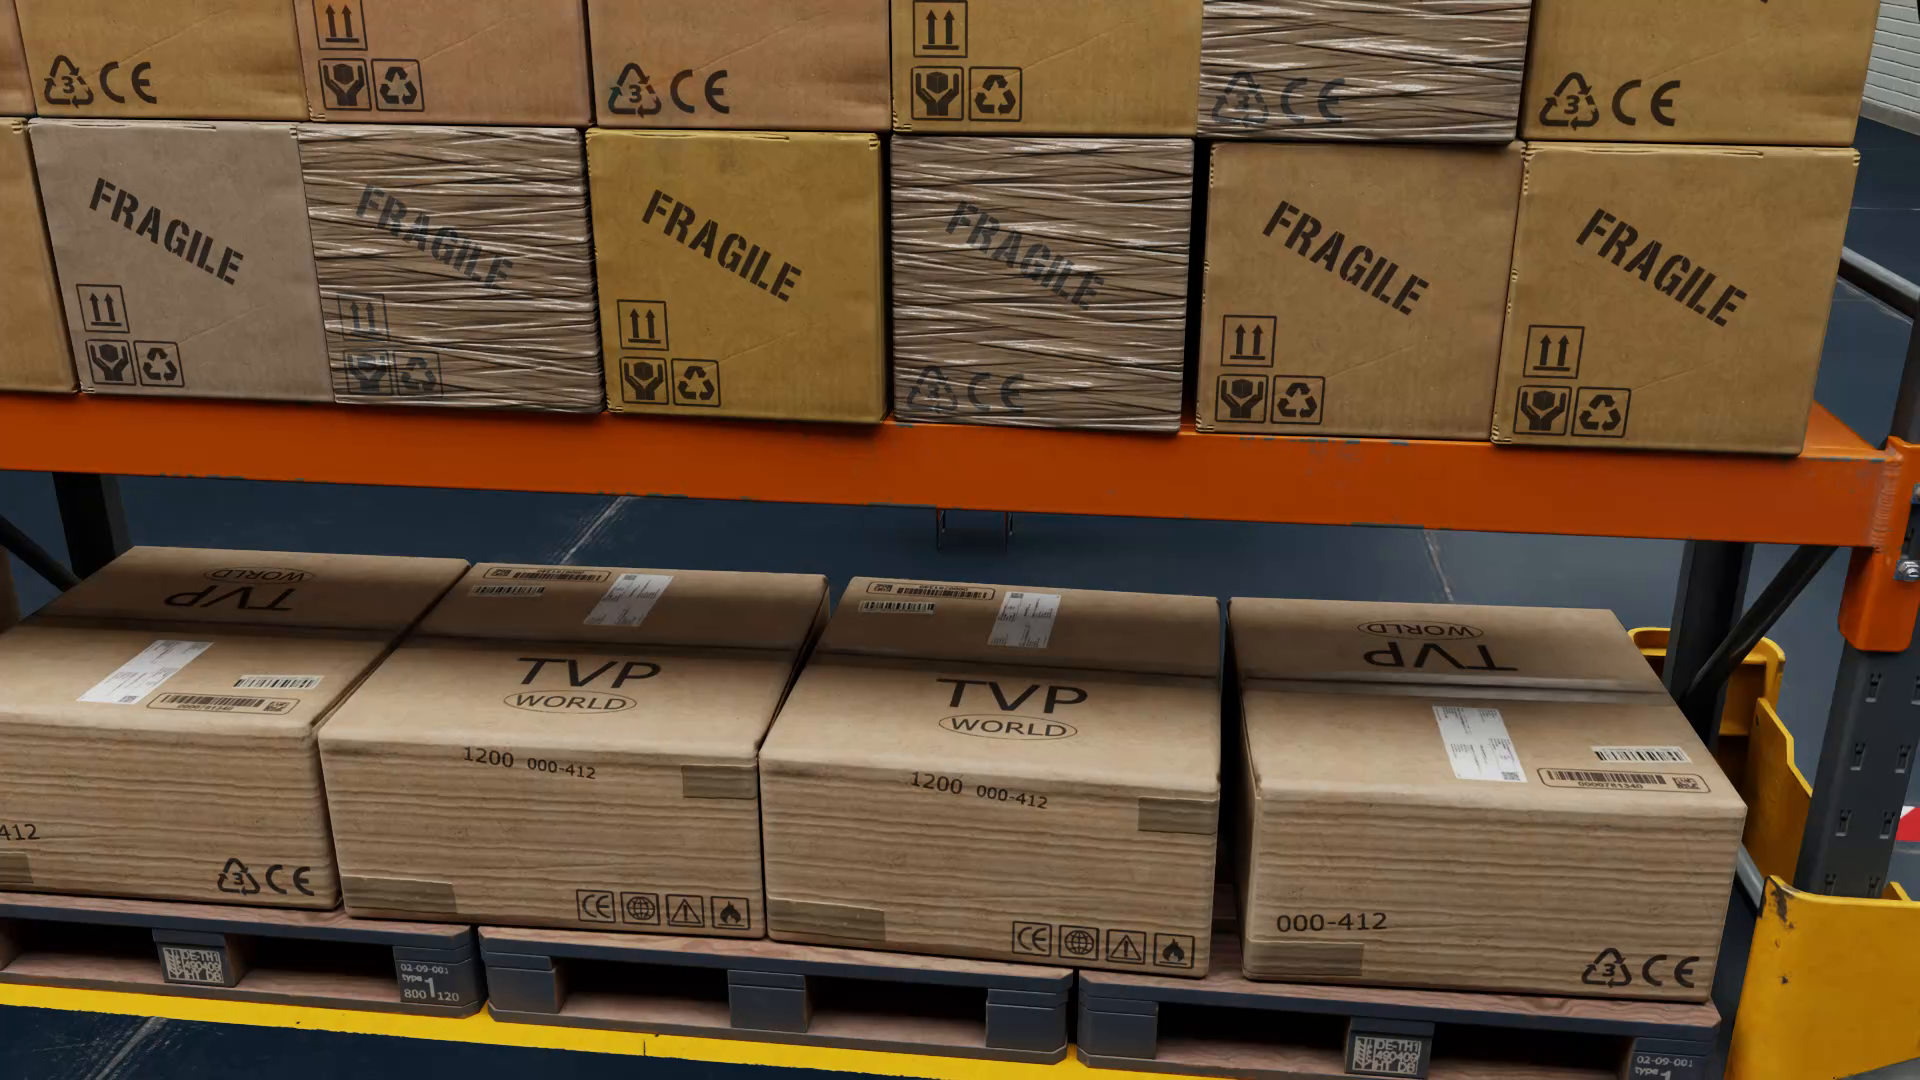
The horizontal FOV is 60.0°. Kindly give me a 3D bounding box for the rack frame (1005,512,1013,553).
[{"bbox_3d":[0.174,-0.481,5.728,0.008,1.050,0.200,2,22,6],"label":"rack frame"}]

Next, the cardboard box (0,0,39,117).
[{"bbox_3d":[-1.842,-1.075,3.084,0.500,0.500,0.500,3,22,7],"label":"cardboard box"}]

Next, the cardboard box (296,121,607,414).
[{"bbox_3d":[-0.859,-0.556,3.131,0.500,0.500,0.500,3,22,7],"label":"cardboard box"}]

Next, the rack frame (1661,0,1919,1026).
[{"bbox_3d":[1.686,-0.500,3.124,0.127,3.000,1.000,2,22,6],"label":"rack frame"}]

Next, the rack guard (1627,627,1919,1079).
[{"bbox_3d":[1.710,0.664,3.581,0.348,0.500,1.175,2,22,6],"label":"rack guard"}]

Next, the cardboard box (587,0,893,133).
[{"bbox_3d":[-0.333,-1.002,2.899,0.500,0.500,0.500,2,22,6],"label":"cardboard box"}]

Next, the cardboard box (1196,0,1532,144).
[{"bbox_3d":[0.657,-0.957,2.785,0.500,0.500,0.500,3,22,6],"label":"cardboard box"}]

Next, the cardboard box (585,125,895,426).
[{"bbox_3d":[-0.347,-0.534,3.075,0.500,0.500,0.500,3,22,8],"label":"cardboard box"}]

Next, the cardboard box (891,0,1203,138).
[{"bbox_3d":[0.166,-0.980,2.842,0.500,0.500,0.500,2,22,6],"label":"cardboard box"}]

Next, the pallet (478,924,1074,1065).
[{"bbox_3d":[-0.326,0.737,3.788,1.213,0.211,1.003,2,22,6],"label":"pallet"}]

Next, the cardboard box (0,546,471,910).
[{"bbox_3d":[-1.676,0.390,3.788,0.875,0.438,0.875,2,22,6],"label":"cardboard box"}]

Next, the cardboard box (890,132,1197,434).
[{"bbox_3d":[0.167,-0.517,3.030,0.500,0.500,0.500,3,22,8],"label":"cardboard box"}]

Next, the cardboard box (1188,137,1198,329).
[{"bbox_3d":[0.737,-0.684,3.453,0.500,0.500,0.500,2,22,6],"label":"cardboard box"}]

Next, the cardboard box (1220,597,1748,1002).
[{"bbox_3d":[1.019,0.504,3.498,0.875,0.438,0.875,2,22,4],"label":"cardboard box"}]

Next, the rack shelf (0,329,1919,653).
[{"bbox_3d":[-0.300,-0.252,3.476,4.000,0.370,1.077,2,22,6],"label":"rack shelf"}]

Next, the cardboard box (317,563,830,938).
[{"bbox_3d":[-0.786,0.428,3.691,0.875,0.438,0.875,2,22,5],"label":"cardboard box"}]

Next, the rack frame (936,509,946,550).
[{"bbox_3d":[-0.068,-0.491,5.754,0.008,1.050,0.200,2,22,6],"label":"rack frame"}]

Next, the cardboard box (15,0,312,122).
[{"bbox_3d":[-1.341,-1.051,3.023,0.500,0.500,0.500,2,22,6],"label":"cardboard box"}]

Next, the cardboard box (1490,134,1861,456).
[{"bbox_3d":[1.176,-0.471,2.914,0.500,0.500,0.500,3,22,7],"label":"cardboard box"}]

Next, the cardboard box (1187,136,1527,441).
[{"bbox_3d":[0.679,-0.498,2.983,0.500,0.500,0.500,2,22,5],"label":"cardboard box"}]

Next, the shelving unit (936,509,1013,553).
[{"bbox_3d":[0.053,-0.486,5.741,0.252,1.050,0.215,2,22,6],"label":"shelving unit"}]

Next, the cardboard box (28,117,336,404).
[{"bbox_3d":[-1.352,-0.580,3.192,0.500,0.500,0.500,3,22,7],"label":"cardboard box"}]

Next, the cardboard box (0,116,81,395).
[{"bbox_3d":[-1.851,-0.604,3.251,0.500,0.500,0.500,3,22,8],"label":"cardboard box"}]

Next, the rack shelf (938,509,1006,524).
[{"bbox_3d":[0.053,-0.218,5.847,0.240,0.259,0.215,2,22,6],"label":"rack shelf"}]

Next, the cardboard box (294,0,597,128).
[{"bbox_3d":[-0.834,-1.025,2.957,0.500,0.500,0.500,3,22,7],"label":"cardboard box"}]

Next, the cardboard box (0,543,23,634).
[{"bbox_3d":[-2.912,0.122,3.870,0.875,0.875,0.875,3,22,8],"label":"cardboard box"}]

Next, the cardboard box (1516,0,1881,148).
[{"bbox_3d":[1.179,-0.945,2.755,0.500,0.500,0.500,3,22,8],"label":"cardboard box"}]

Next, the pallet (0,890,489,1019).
[{"bbox_3d":[-1.541,0.685,3.919,1.213,0.211,1.003,2,22,6],"label":"pallet"}]

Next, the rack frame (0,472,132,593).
[{"bbox_3d":[-2.286,-0.673,3.562,0.127,3.000,1.000,2,22,6],"label":"rack frame"}]

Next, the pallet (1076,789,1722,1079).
[{"bbox_3d":[0.883,0.791,3.652,1.213,0.211,1.003,2,22,6],"label":"pallet"}]

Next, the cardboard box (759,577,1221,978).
[{"bbox_3d":[0.109,0.468,3.591,0.875,0.438,0.875,3,22,8],"label":"cardboard box"}]
